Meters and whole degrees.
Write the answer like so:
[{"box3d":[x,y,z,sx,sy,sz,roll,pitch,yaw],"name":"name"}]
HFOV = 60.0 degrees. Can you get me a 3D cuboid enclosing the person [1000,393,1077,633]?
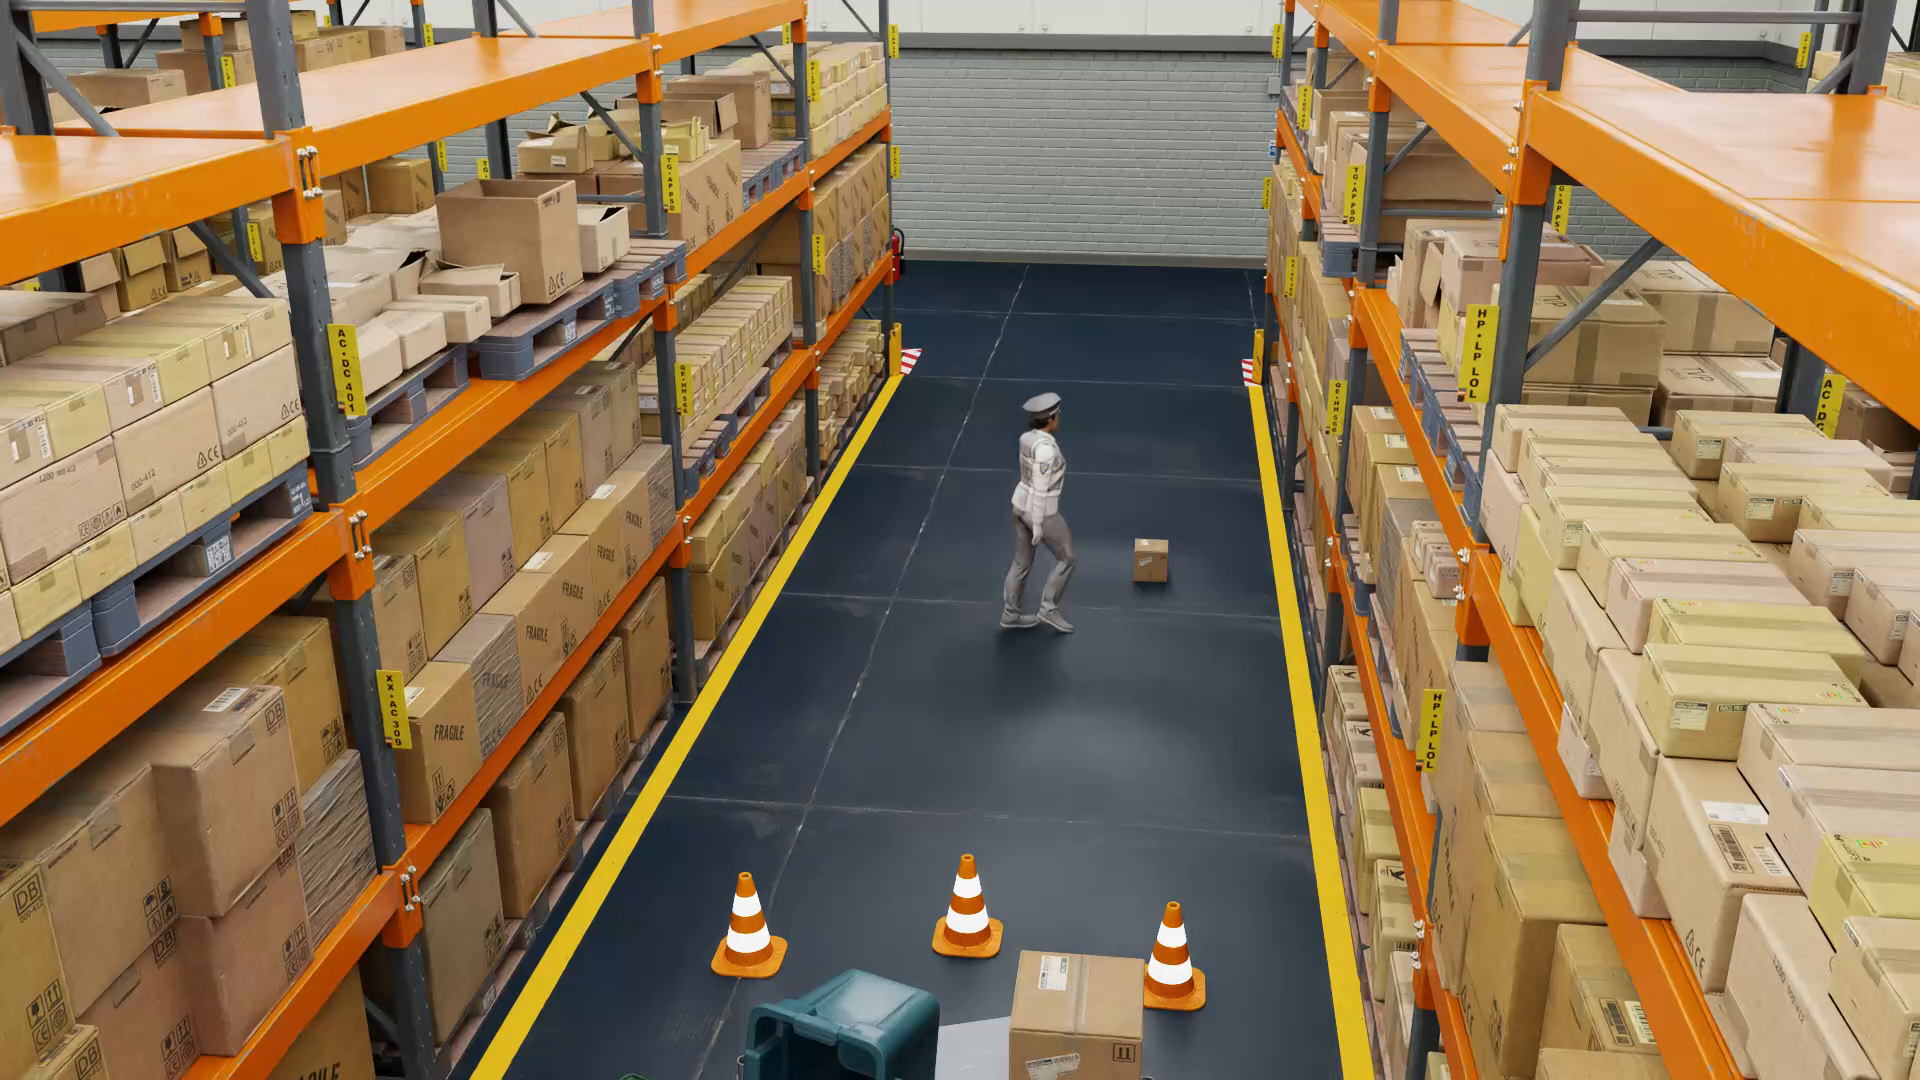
[{"box3d":[0.514,-0.177,11.495,0.515,1.690,0.509,-9,23,-22],"name":"person"}]
